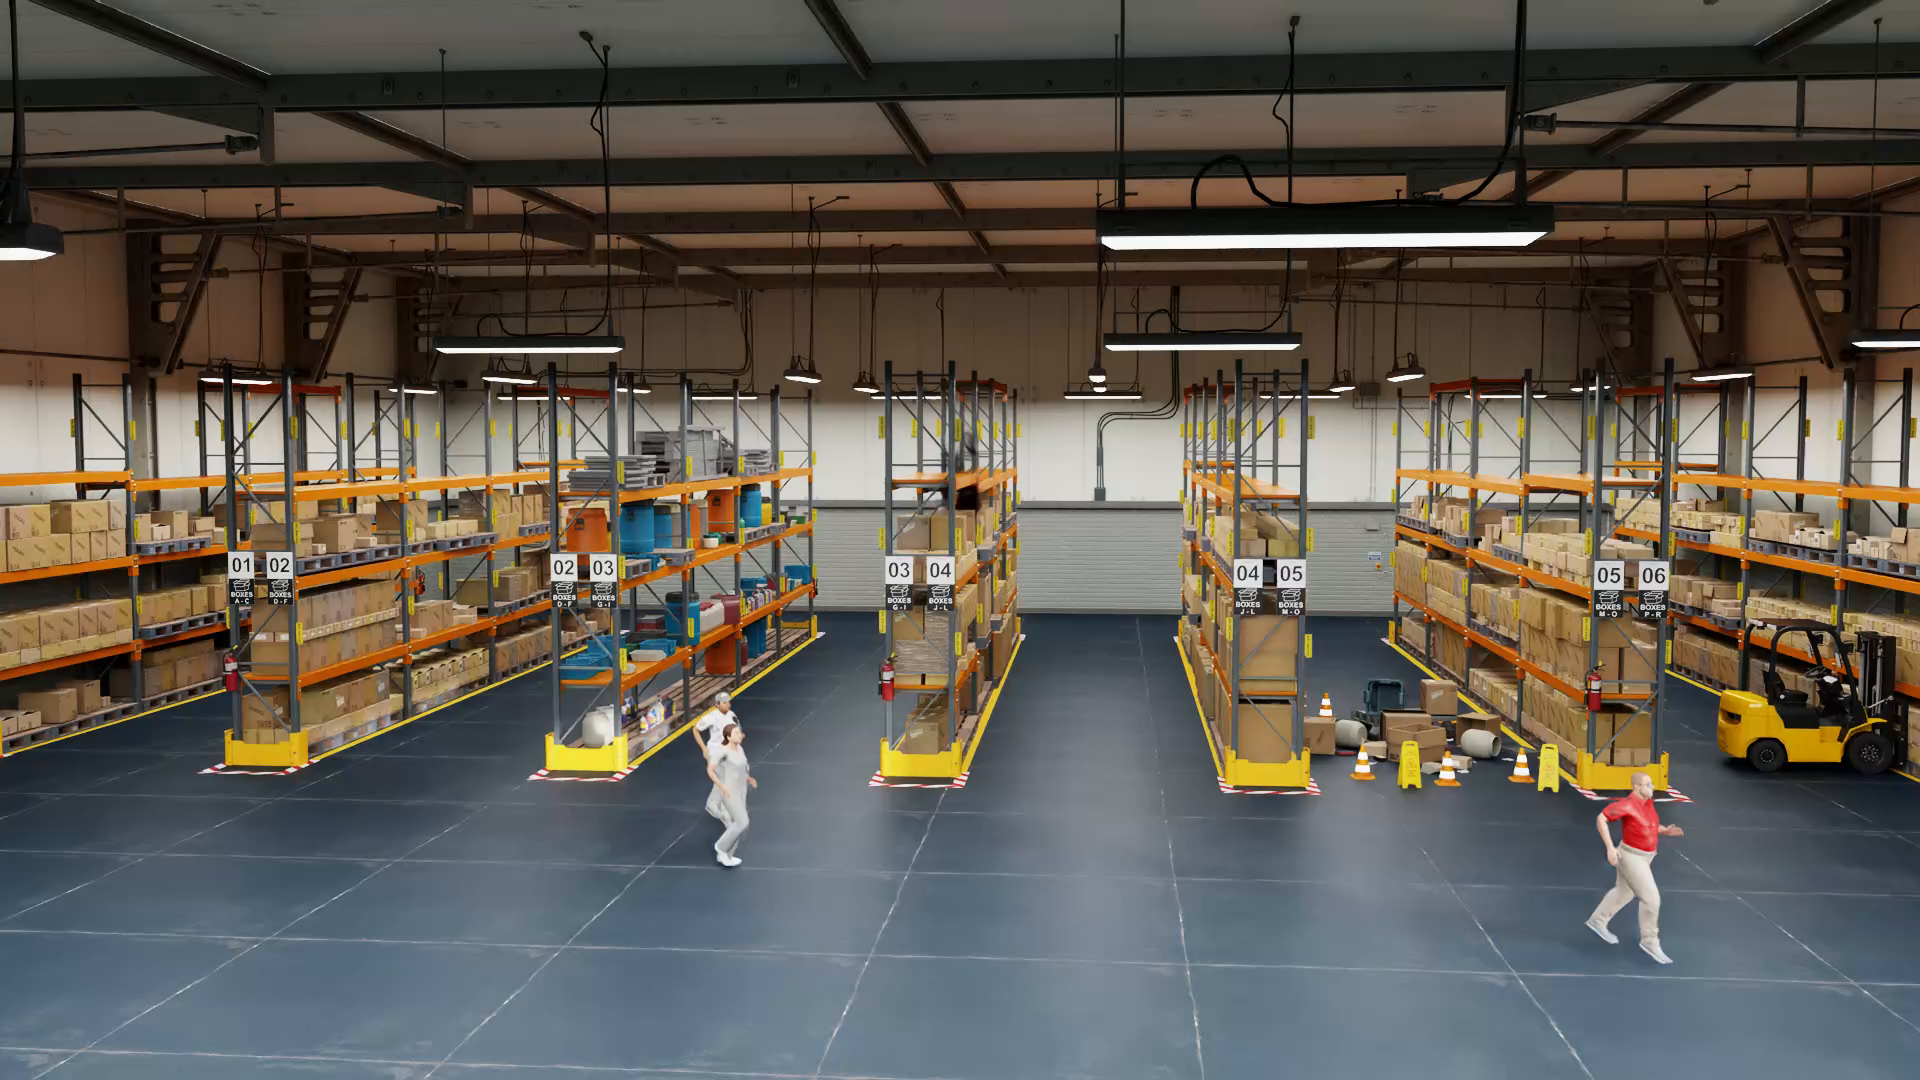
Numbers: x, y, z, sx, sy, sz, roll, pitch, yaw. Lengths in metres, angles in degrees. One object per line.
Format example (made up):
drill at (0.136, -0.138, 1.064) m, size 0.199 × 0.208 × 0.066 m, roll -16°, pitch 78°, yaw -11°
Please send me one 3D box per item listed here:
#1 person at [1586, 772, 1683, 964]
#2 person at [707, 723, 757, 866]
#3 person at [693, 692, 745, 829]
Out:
person at (6.433, 3.093, 15.878) m, size 0.875 × 1.789 × 0.634 m, roll 3°, pitch 5°, yaw 39°
person at (-2.581, 2.933, 19.073) m, size 0.514 × 1.627 × 0.545 m, roll 2°, pitch 4°, yaw 28°
person at (-3.020, 2.793, 21.120) m, size 0.754 × 1.722 × 0.581 m, roll 3°, pitch 5°, yaw 35°
